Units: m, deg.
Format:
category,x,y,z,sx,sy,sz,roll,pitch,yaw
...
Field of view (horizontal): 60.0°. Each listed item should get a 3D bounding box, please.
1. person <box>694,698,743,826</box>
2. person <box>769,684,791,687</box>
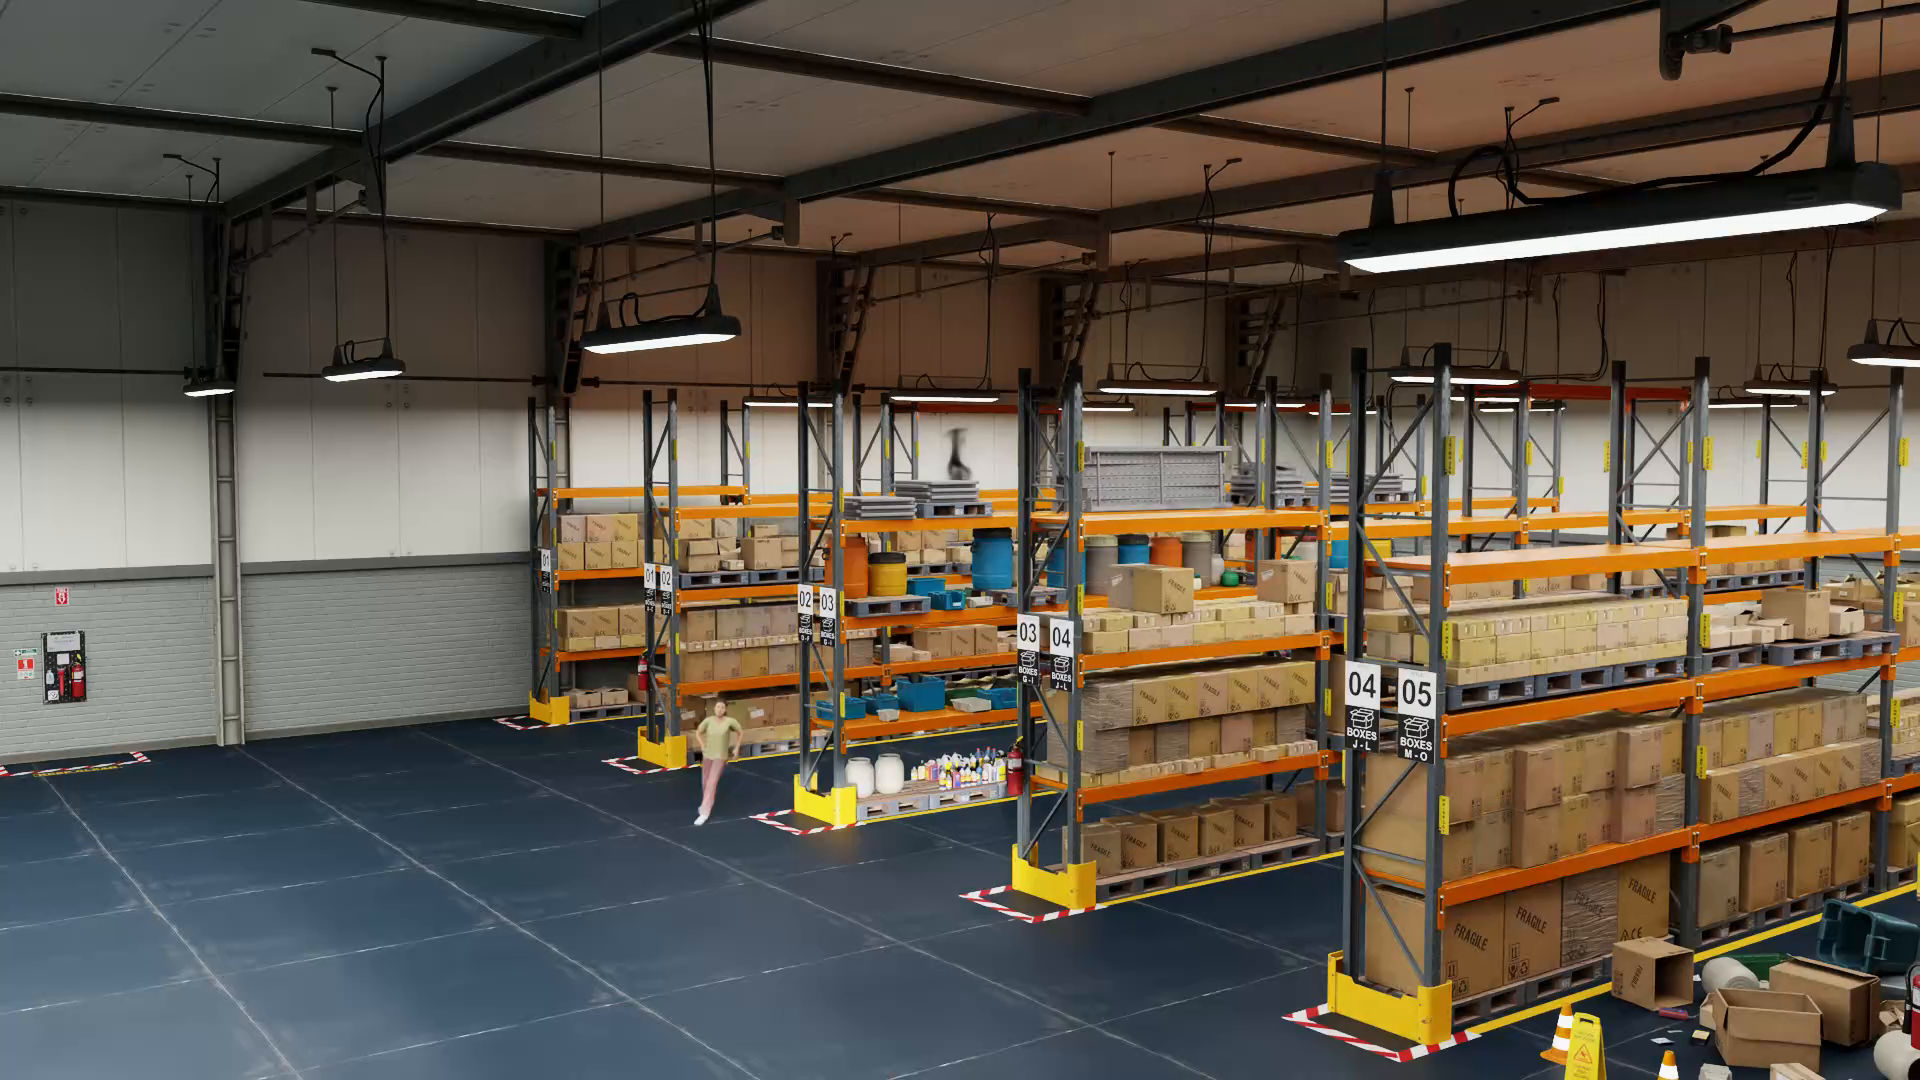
category,x,y,z,sx,sy,sz,roll,pitch,yaw
person,-3.334,2.986,22.686,0.648,1.664,0.916,1,3,10
person,-3.176,2.601,30.208,0.889,1.596,0.537,-2,4,-33
